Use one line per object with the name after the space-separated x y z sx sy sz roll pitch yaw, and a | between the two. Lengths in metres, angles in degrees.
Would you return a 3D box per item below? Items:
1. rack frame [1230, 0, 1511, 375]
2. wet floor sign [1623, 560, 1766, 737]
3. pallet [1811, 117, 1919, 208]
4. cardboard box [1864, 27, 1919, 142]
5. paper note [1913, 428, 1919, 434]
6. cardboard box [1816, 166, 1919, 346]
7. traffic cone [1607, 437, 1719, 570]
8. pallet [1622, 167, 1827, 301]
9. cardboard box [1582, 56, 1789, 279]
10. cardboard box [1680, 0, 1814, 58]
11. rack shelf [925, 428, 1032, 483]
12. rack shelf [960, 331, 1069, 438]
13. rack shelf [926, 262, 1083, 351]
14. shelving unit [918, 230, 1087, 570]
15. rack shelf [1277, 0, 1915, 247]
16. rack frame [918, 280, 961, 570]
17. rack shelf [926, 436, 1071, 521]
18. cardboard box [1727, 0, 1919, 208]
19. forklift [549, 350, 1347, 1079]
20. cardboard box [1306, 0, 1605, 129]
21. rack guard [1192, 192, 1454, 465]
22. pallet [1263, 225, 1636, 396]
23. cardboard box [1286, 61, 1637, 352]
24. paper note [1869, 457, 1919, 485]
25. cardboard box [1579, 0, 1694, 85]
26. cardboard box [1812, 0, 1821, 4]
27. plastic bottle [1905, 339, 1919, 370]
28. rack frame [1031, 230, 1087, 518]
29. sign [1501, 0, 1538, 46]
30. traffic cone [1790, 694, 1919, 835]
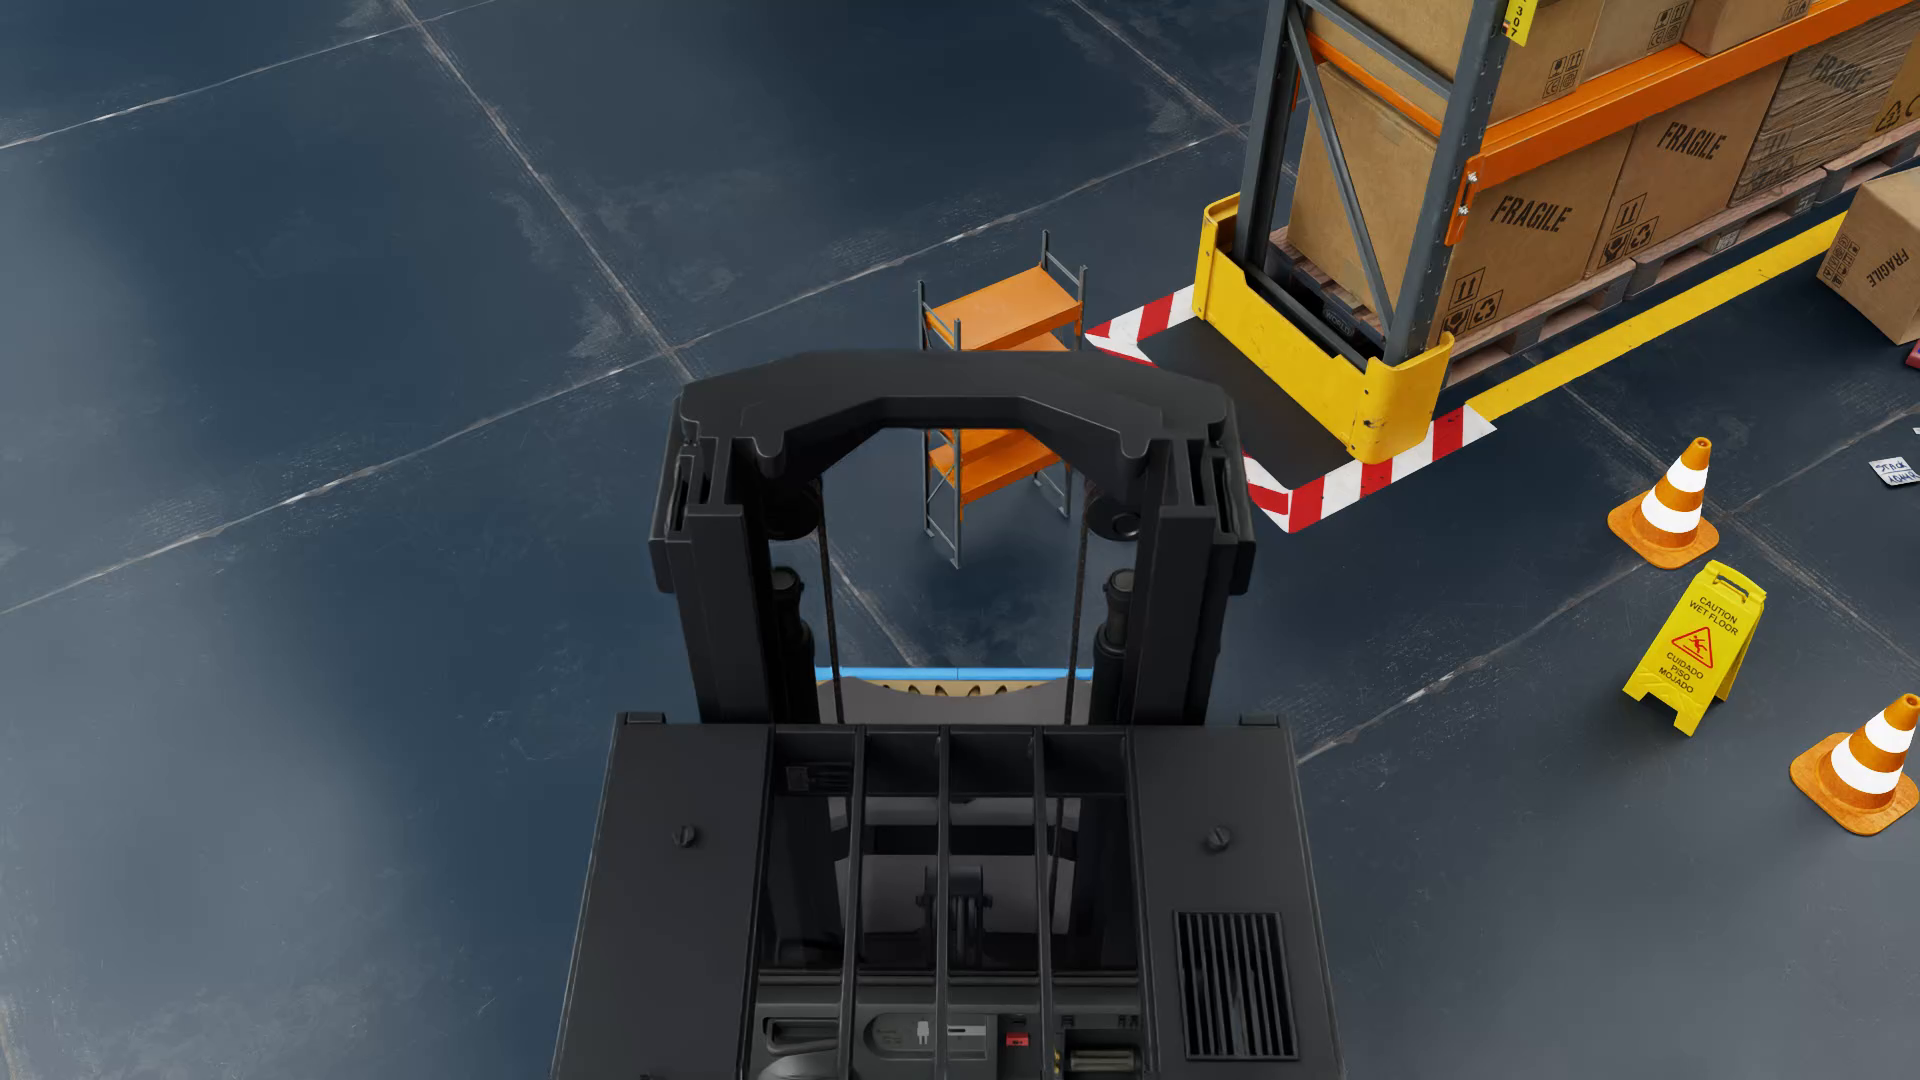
1.447 -1.721 5.774 0.127 3.000 1.000 -25 53 -21 | rack frame
2.479 0.324 5.529 0.232 0.644 0.267 -34 57 -27 | wet floor sign
4.145 -2.134 8.009 1.213 0.211 1.003 -25 53 -21 | pallet
4.261 -2.541 7.646 0.875 0.875 0.875 -24 53 -20 | cardboard box
3.869 -0.437 6.632 0.123 0.001 0.032 -2 48 -1 | paper note
4.065 -1.217 6.998 0.500 0.500 0.500 -17 51 -15 | cardboard box
2.654 -0.192 6.111 0.334 0.463 0.336 -25 53 -21 | traffic cone
3.112 -1.645 7.573 1.213 0.211 1.003 -25 53 -21 | pallet
2.728 -1.818 7.002 0.875 0.875 0.875 -26 53 -21 | cardboard box
2.731 -2.324 6.211 0.550 0.550 0.875 -25 53 -21 | cardboard box
0.140 -0.420 5.911 0.480 0.148 0.258 -25 53 -21 | rack shelf
0.140 -0.569 5.744 0.480 0.148 0.258 -25 53 -21 | rack shelf
0.140 -0.726 5.567 0.480 0.148 0.258 -25 53 -21 | rack shelf
0.140 -0.465 5.861 0.503 1.200 0.258 -25 53 -21 | shelving unit
3.139 -2.278 6.752 4.000 0.370 1.077 -25 53 -21 | rack shelf
-0.066 -0.368 5.774 0.015 1.200 0.240 -25 53 -21 | rack frame
0.140 -0.288 6.059 0.480 0.148 0.258 -25 53 -21 | rack shelf
3.500 -2.180 7.324 0.875 0.875 0.875 -25 53 -21 | cardboard box
-0.014 1.189 3.229 1.130 2.935 3.031 0 48 0 | forklift
1.737 -1.947 5.875 0.550 0.550 0.875 -25 53 -21 | cardboard box
1.427 -0.880 6.699 0.348 0.500 1.175 -25 53 -21 | rack guard
2.082 -1.161 7.143 1.213 0.211 1.003 -25 53 -21 | pallet
1.985 -1.466 6.688 0.875 0.875 0.875 -25 53 -21 | cardboard box
3.644 -0.269 6.470 0.142 0.017 0.144 -9 49 -8 | paper note
2.190 -2.180 6.082 0.550 0.550 0.875 -25 53 -21 | cardboard box
3.157 -2.561 6.422 0.500 0.550 0.875 -25 53 -21 | cardboard box
4.067 -0.721 6.851 0.283 0.061 0.133 30 55 24 | plastic bottle
0.346 -0.562 5.947 0.015 1.200 0.240 -25 53 -21 | rack frame
1.738 -1.682 5.107 0.005 0.325 0.100 -25 53 -21 | sign
2.969 0.657 5.355 0.334 0.463 0.336 -25 53 -21 | traffic cone
